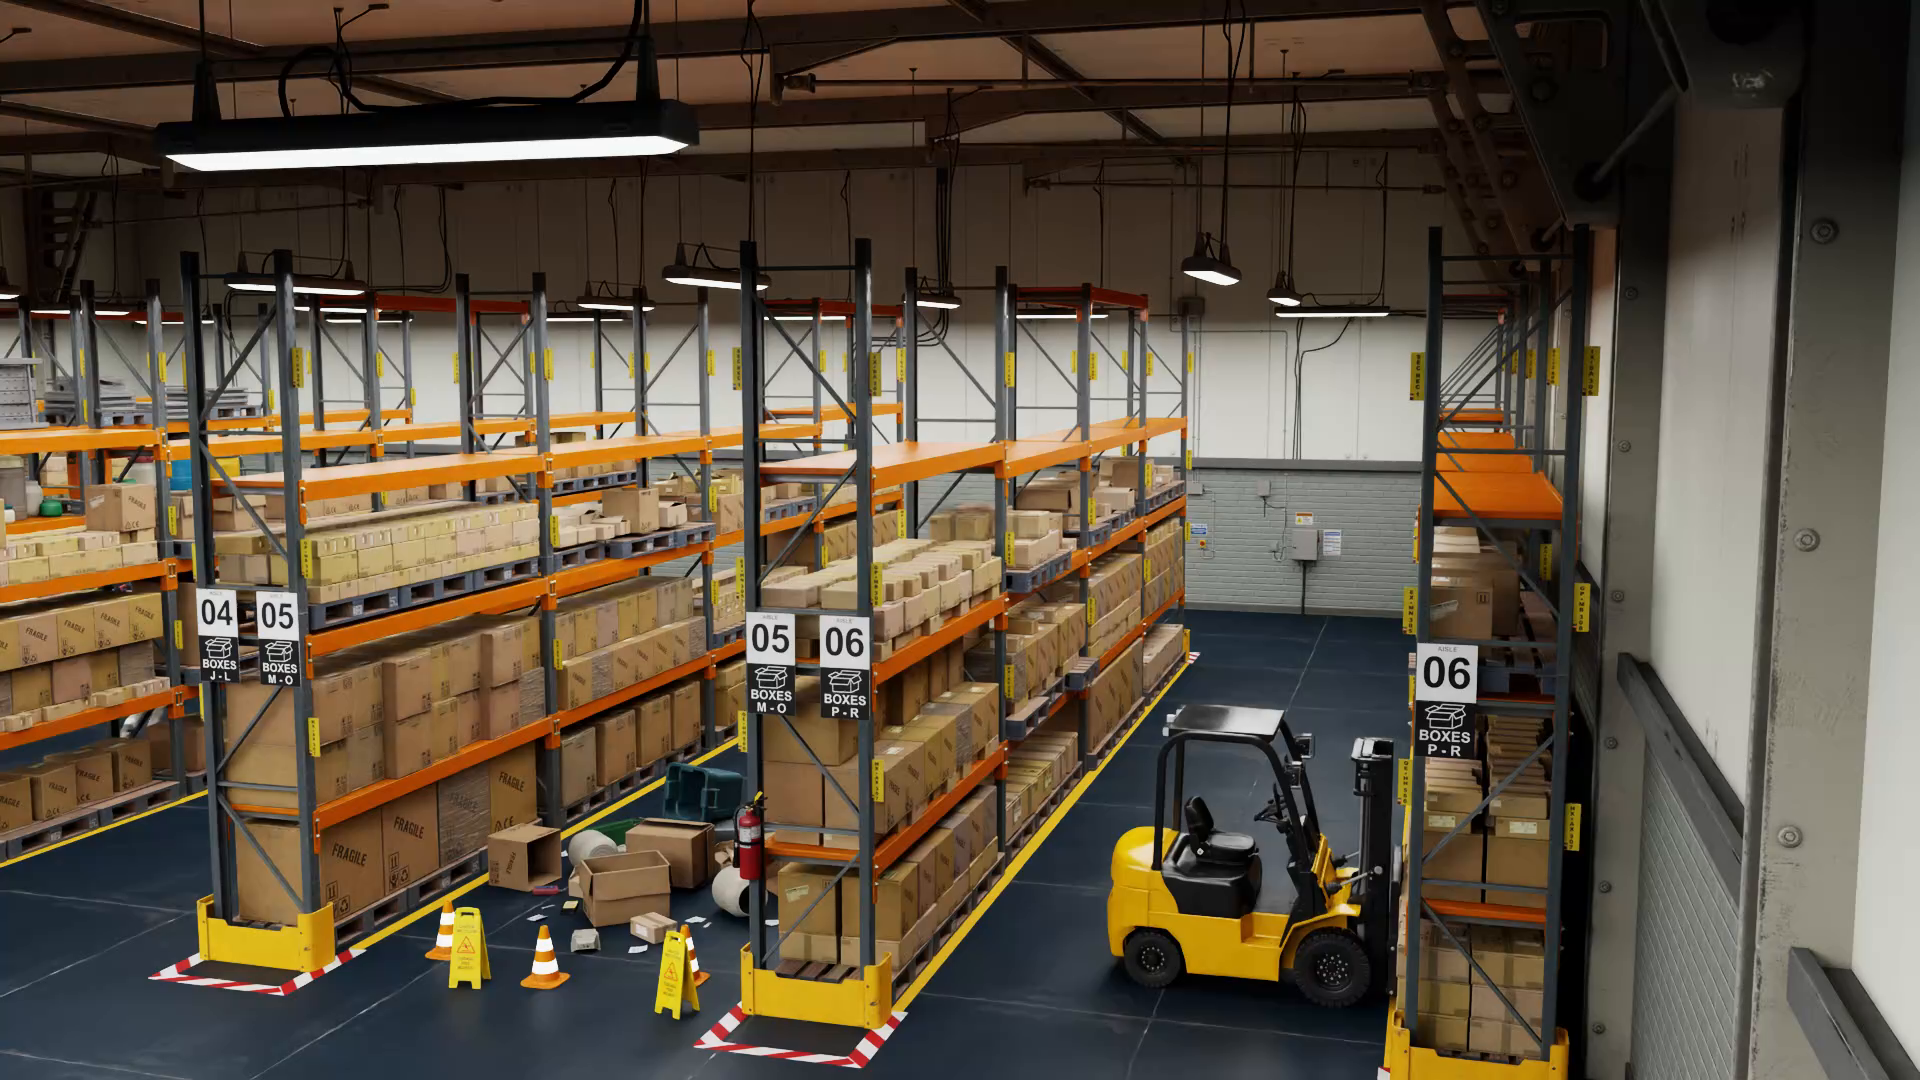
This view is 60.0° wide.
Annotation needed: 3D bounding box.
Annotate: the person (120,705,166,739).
[{"bbox_3d":[-10.578,1.886,21.568,0.587,1.758,0.711,2,7,18],"label":"person"}]
